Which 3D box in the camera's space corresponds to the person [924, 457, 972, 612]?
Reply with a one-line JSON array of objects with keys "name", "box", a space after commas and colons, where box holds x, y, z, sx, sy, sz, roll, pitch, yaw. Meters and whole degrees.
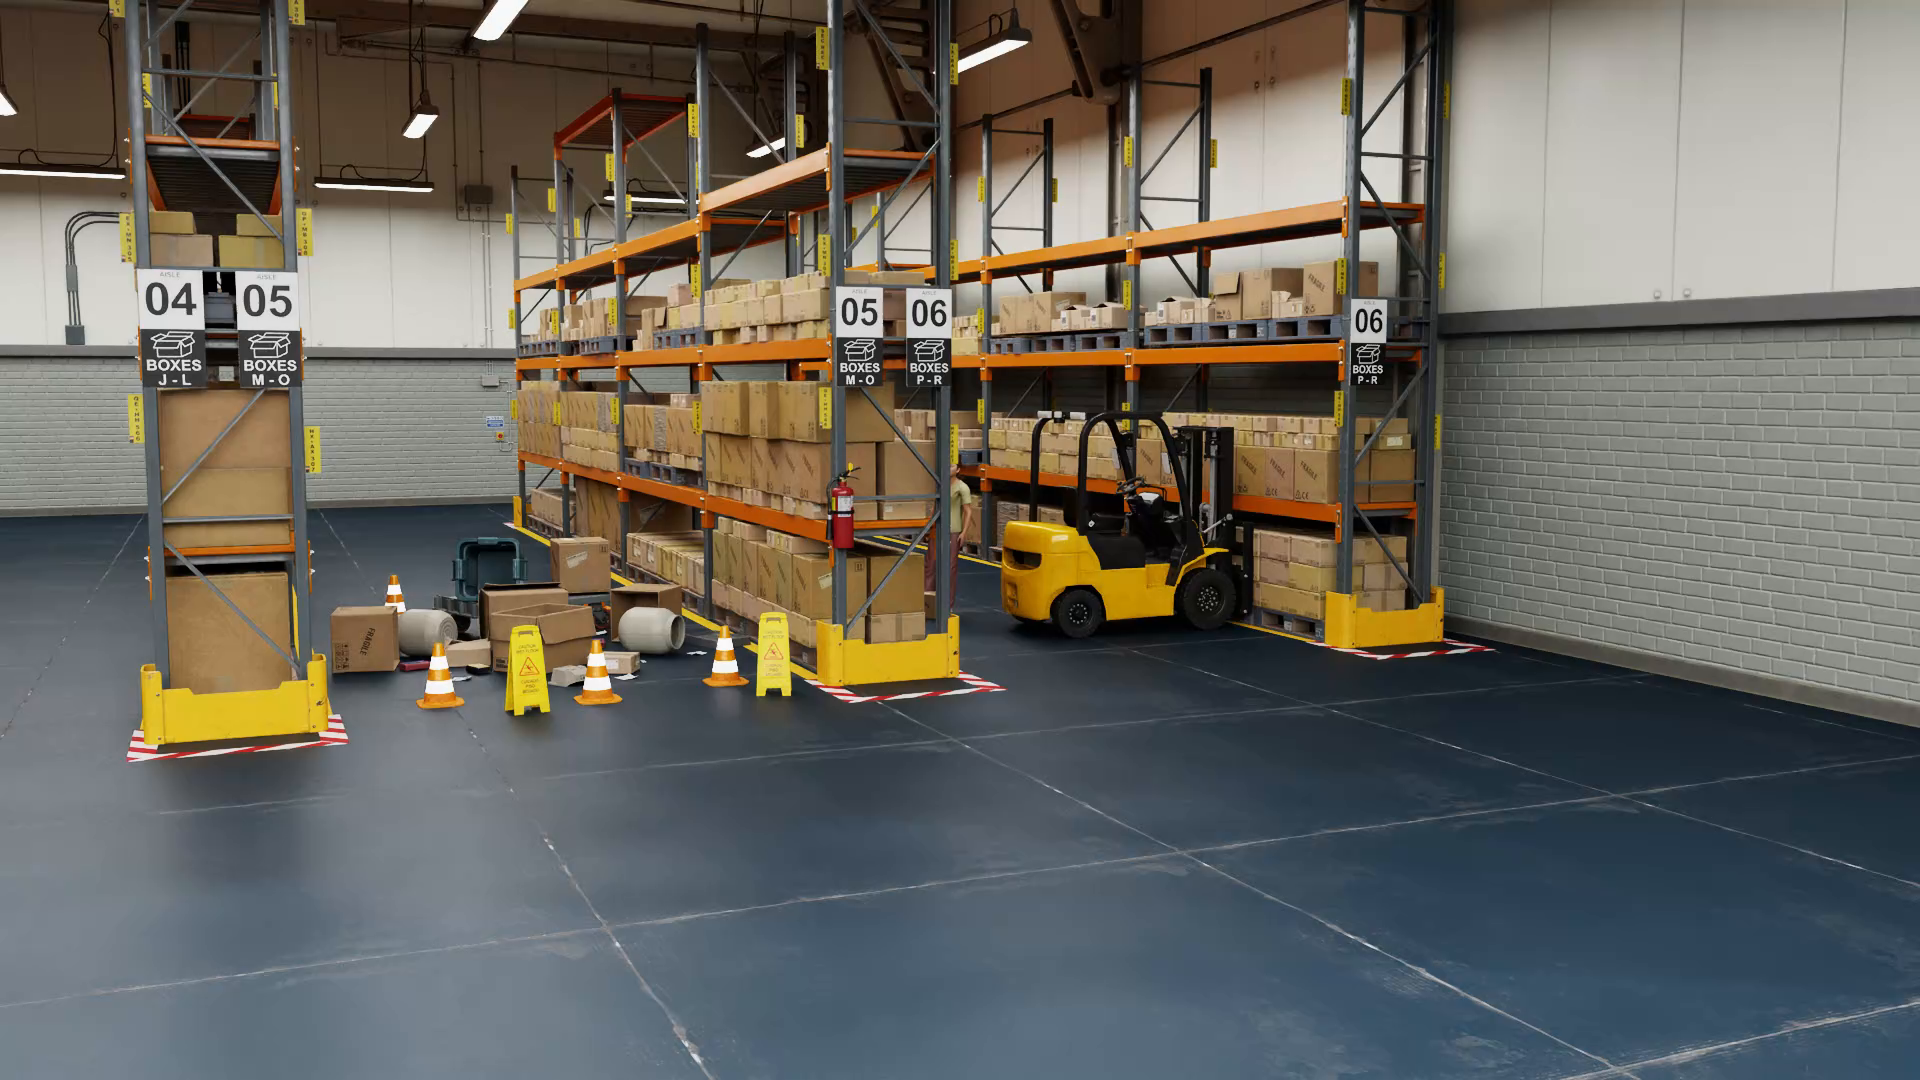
[{"name": "person", "box": [-0.185, -0.058, 17.474, 0.554, 1.673, 0.547, 4, 7, 37]}]
